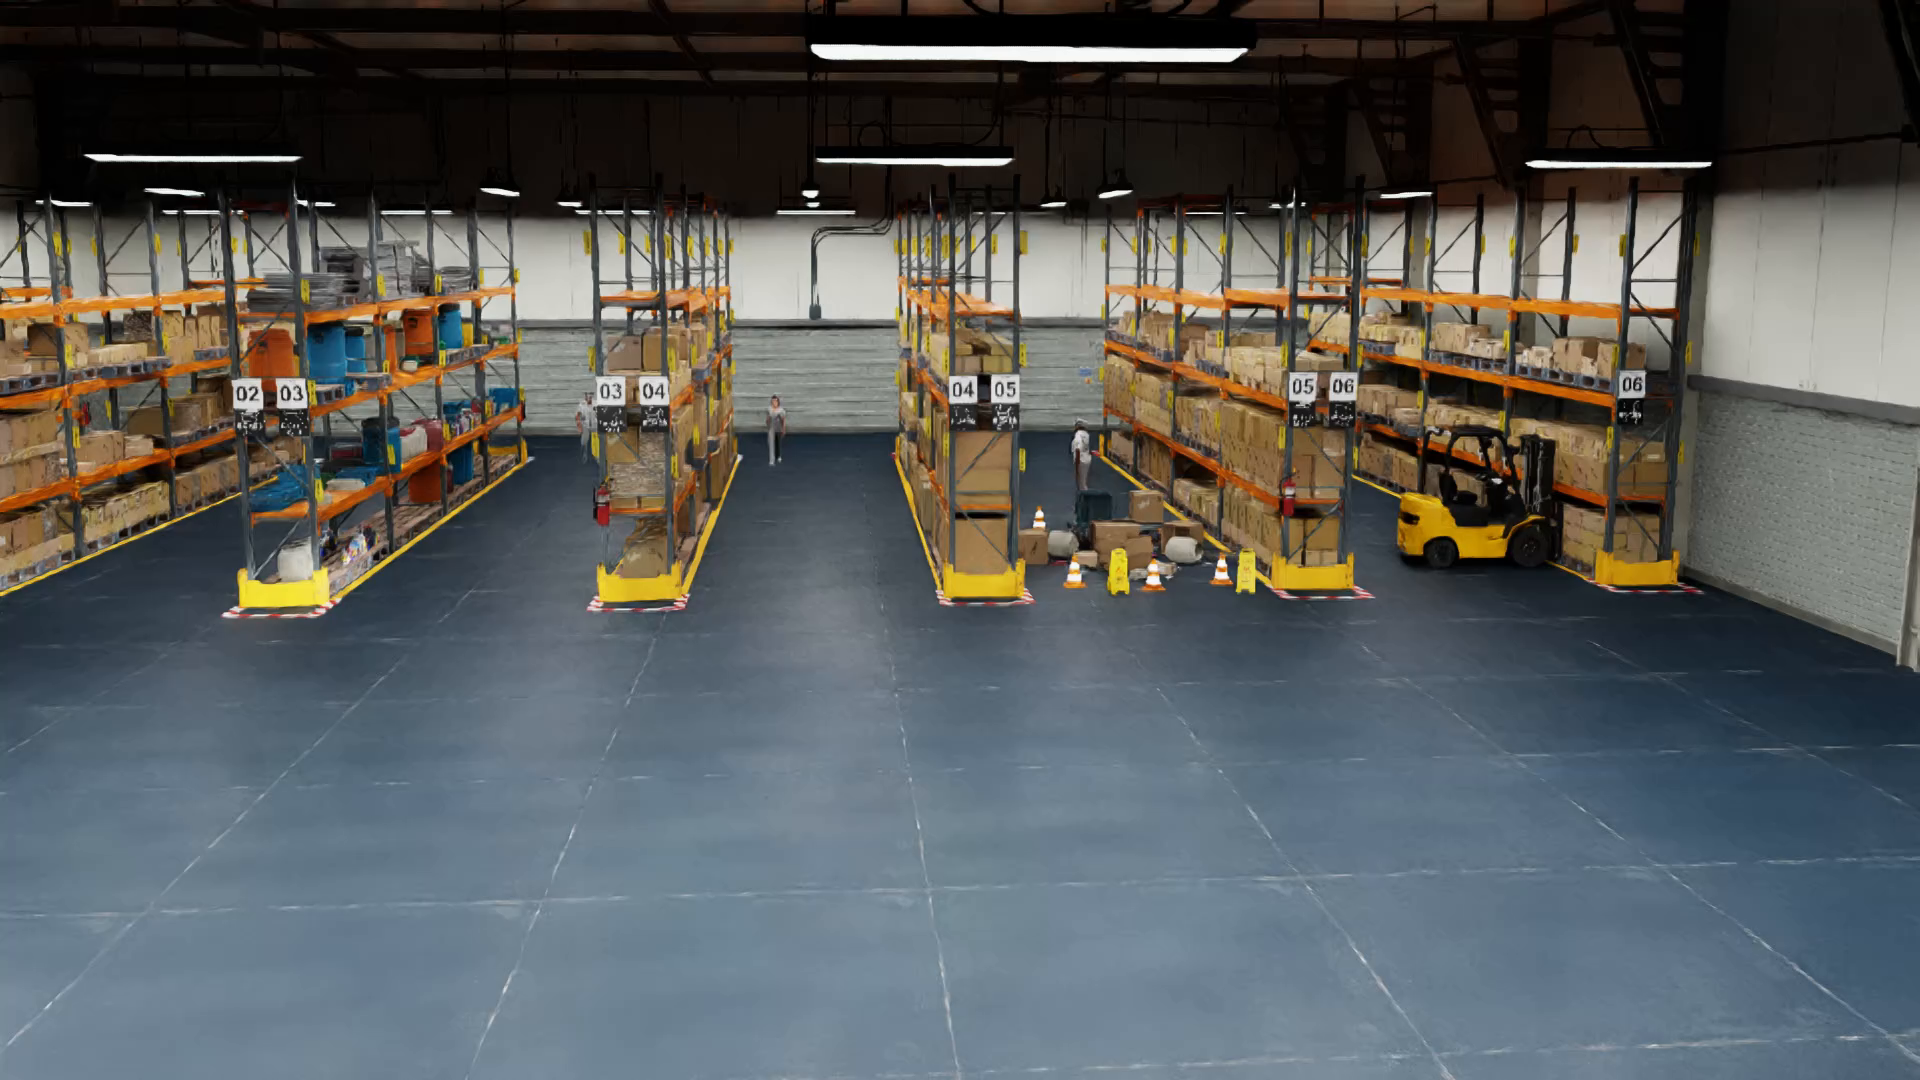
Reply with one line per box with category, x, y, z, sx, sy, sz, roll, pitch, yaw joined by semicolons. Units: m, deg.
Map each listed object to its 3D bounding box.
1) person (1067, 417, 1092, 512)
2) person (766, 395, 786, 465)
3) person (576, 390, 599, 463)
person;2.142;-1.366;29.967;0.469;1.673;0.498;4;11;23
person;-4.260;-2.564;38.543;0.445;1.591;1.098;-1;10;-7
person;-8.621;-2.654;38.824;0.682;1.715;0.542;-1;10;-7
